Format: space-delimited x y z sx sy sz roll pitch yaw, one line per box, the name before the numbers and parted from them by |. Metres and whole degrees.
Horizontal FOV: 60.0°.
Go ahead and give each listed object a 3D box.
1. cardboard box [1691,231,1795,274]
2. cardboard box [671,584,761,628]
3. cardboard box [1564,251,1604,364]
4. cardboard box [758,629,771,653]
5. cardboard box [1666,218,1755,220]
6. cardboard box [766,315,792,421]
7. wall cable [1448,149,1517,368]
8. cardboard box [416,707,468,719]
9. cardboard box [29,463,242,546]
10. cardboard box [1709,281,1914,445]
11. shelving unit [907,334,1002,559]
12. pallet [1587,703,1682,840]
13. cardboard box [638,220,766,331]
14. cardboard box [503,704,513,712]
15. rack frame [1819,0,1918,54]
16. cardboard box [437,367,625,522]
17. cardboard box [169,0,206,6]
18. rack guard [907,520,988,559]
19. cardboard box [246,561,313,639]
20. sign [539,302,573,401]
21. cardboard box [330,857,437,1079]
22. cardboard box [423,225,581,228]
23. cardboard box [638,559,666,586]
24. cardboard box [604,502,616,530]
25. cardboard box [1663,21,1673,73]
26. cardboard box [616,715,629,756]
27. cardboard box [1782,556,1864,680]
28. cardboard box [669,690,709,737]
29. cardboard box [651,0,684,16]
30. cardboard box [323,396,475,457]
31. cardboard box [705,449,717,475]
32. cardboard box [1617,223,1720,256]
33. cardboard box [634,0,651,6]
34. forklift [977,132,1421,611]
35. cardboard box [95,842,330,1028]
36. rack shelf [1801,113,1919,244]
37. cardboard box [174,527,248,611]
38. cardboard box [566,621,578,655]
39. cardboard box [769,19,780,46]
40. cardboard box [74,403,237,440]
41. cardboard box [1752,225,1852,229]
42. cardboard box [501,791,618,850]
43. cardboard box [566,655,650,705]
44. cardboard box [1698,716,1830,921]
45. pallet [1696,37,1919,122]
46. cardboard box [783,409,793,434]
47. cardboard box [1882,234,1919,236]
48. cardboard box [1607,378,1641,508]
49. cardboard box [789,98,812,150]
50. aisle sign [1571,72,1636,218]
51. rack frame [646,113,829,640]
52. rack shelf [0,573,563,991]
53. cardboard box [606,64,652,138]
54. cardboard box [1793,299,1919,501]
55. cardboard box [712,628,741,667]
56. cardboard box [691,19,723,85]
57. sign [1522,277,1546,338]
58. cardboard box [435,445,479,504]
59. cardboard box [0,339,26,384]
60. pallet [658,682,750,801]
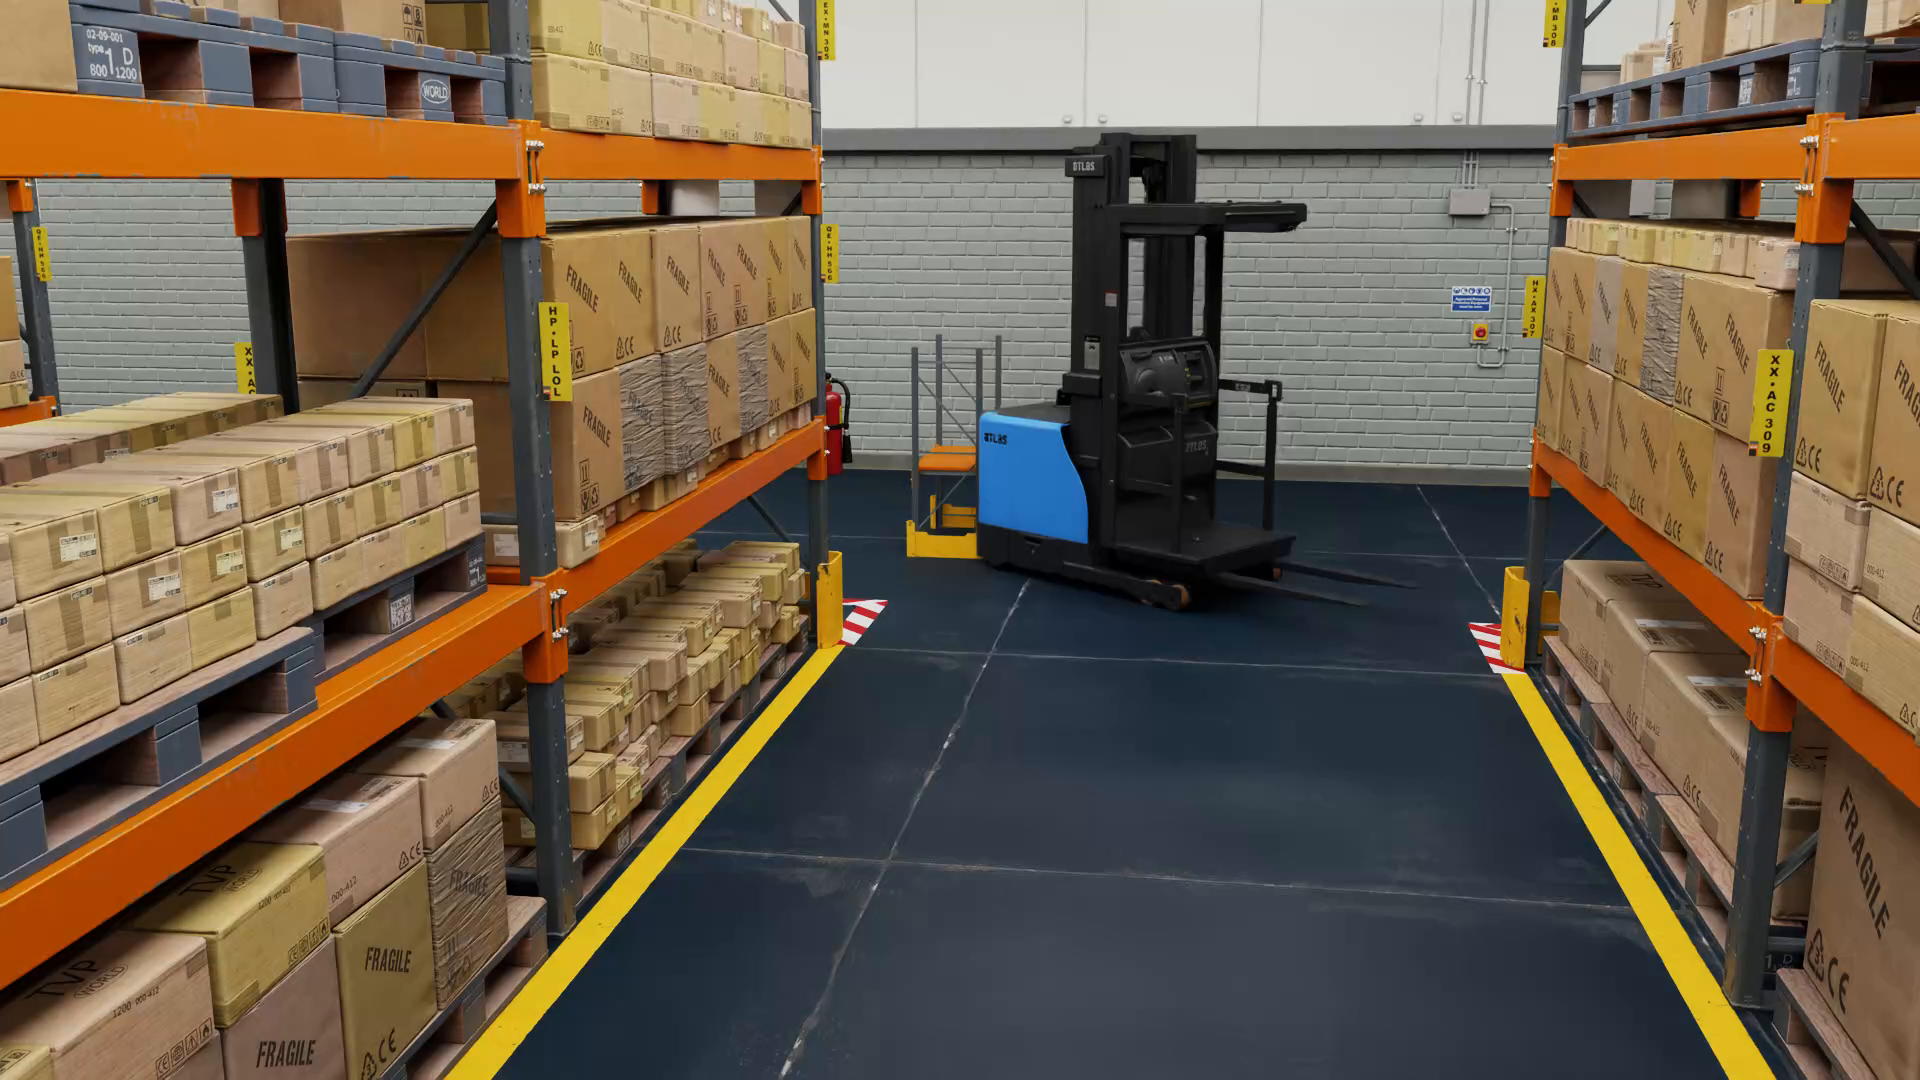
cardboard box | 2.968 -1.075 6.210 0.380 0.149 0.250 2 12 8
cardboard box | -1.205 0.326 8.219 0.380 0.149 0.250 2 12 11
cardboard box | 3.203 -1.108 7.904 0.500 0.500 0.500 2 12 7
cardboard box | -1.216 0.506 8.798 0.380 0.149 0.250 2 12 8
cardboard box | 3.773 -1.542 8.380 0.380 0.149 0.250 2 12 9
cardboard box | -1.175 -0.893 8.576 0.500 0.500 0.500 2 12 8
wall cable | 4.475 -2.455 14.280 0.585 1.953 0.123 2 12 9
cardboard box | -2.094 0.740 6.300 0.380 0.149 0.250 2 12 10
cardboard box | -1.961 -0.088 3.967 0.380 0.149 0.250 1 12 6
cardboard box | 2.815 -0.581 5.458 0.500 0.500 0.500 2 12 8
shelving unit | -0.012 -0.717 12.262 0.587 1.500 1.083 2 12 9
pallet | 3.395 1.017 7.275 1.003 0.211 1.213 2 12 9
cardboard box | -1.250 -1.274 7.968 0.500 0.500 0.500 3 12 12
cardboard box | -1.968 0.730 7.052 0.380 0.149 0.250 2 12 9
rack frame | 3.015 -2.869 4.445 1.000 3.000 0.127 2 12 9
cardboard box | -1.566 -0.365 6.122 0.500 0.500 0.500 2 12 8
cardboard box | -2.259 -1.480 3.880 0.797 0.503 0.637 2 12 8
rack guard | -0.088 -0.003 11.912 0.587 0.250 0.087 2 12 9
cardboard box | -1.912 0.147 4.289 0.380 0.149 0.250 1 12 6
sign | -1.342 -0.624 5.522 0.100 0.325 0.005 2 12 9
cardboard box | -1.835 1.210 4.694 0.500 0.500 0.500 2 12 7
cardboard box | -1.919 -1.079 7.063 0.500 0.500 0.500 2 12 10
cardboard box | -1.781 0.197 8.817 0.380 0.149 0.250 2 12 8
cardboard box | -1.569 -0.114 6.501 0.380 0.149 0.250 1 12 6
cardboard box | 3.351 -2.136 7.141 0.500 0.311 0.500 2 12 10
cardboard box | -1.567 0.795 6.749 0.380 0.149 0.250 2 12 8
cardboard box | 2.687 0.220 4.707 0.500 0.250 0.500 2 12 7
cardboard box | -1.358 0.776 7.542 0.380 0.149 0.250 2 12 7
cardboard box | -1.358 -2.233 6.836 0.380 0.149 0.250 3 12 11
cardboard box | -1.760 -0.359 5.226 0.380 0.149 0.250 2 12 11
cardboard box | -1.357 -0.387 7.766 0.380 0.149 0.250 2 12 10
cardboard box | 3.168 -1.340 7.439 0.380 0.149 0.250 2 12 9
cardboard box | -1.445 -2.177 6.579 0.380 0.149 0.250 1 12 7
forklift | 1.511 -1.111 10.693 1.130 2.935 3.031 -12 17 -43
cardboard box | -1.915 0.955 4.099 0.500 0.250 0.500 1 12 6
rack shelf | 2.708 -0.634 2.905 1.077 0.370 4.000 2 12 9
cardboard box | -1.956 0.060 3.986 0.380 0.149 0.250 2 12 9
cardboard box | -1.966 0.466 7.571 0.380 0.149 0.250 1 12 7
cardboard box | -1.150 -2.613 8.600 0.380 0.149 0.250 2 12 9
cardboard box | -2.443 -0.323 5.061 0.380 0.149 0.250 2 12 10
cardboard box | 3.631 -1.275 7.139 0.380 0.149 0.250 2 12 10
cardboard box | -1.518 1.048 6.283 0.380 0.149 0.250 1 12 6
cardboard box | -1.525 0.592 6.983 0.380 0.149 0.250 2 12 7
cardboard box | 3.218 0.984 5.893 0.875 0.438 0.875 2 12 8
pallet | 3.152 -1.529 5.559 1.003 0.211 1.213 2 12 9
cardboard box | -1.122 -0.658 9.022 0.380 0.149 0.250 2 12 9
cardboard box | 3.440 -1.006 5.893 0.380 0.149 0.250 2 12 8
cardboard box | 3.066 -0.411 7.042 0.500 0.500 0.500 2 12 11
cardboard box | -1.085 -2.198 8.808 0.500 0.250 0.500 2 12 7
aisle sign | 3.355 -2.064 8.780 0.394 0.787 0.004 2 12 9
rack frame | -1.276 -0.908 9.587 1.000 3.000 0.127 2 12 9
rack shelf | -2.199 0.693 3.867 1.077 0.370 4.000 2 12 9
cardboard box | -1.491 -1.661 6.316 0.500 0.250 0.500 2 12 8
cardboard box | 2.664 -0.391 4.579 0.500 0.500 0.500 2 12 9
cardboard box | -1.278 0.523 8.010 0.380 0.149 0.250 3 12 11
cardboard box | -1.343 -2.124 7.277 0.500 0.250 0.500 1 12 6
sign | 3.083 -1.250 8.930 0.100 0.325 0.005 2 12 9
cardboard box | -1.757 -0.214 5.260 0.380 0.149 0.250 2 12 10
cardboard box | -5.974 -1.052 9.907 0.500 0.250 0.500 2 12 8
pallet | -1.638 0.892 7.853 1.003 0.211 1.213 2 12 9
